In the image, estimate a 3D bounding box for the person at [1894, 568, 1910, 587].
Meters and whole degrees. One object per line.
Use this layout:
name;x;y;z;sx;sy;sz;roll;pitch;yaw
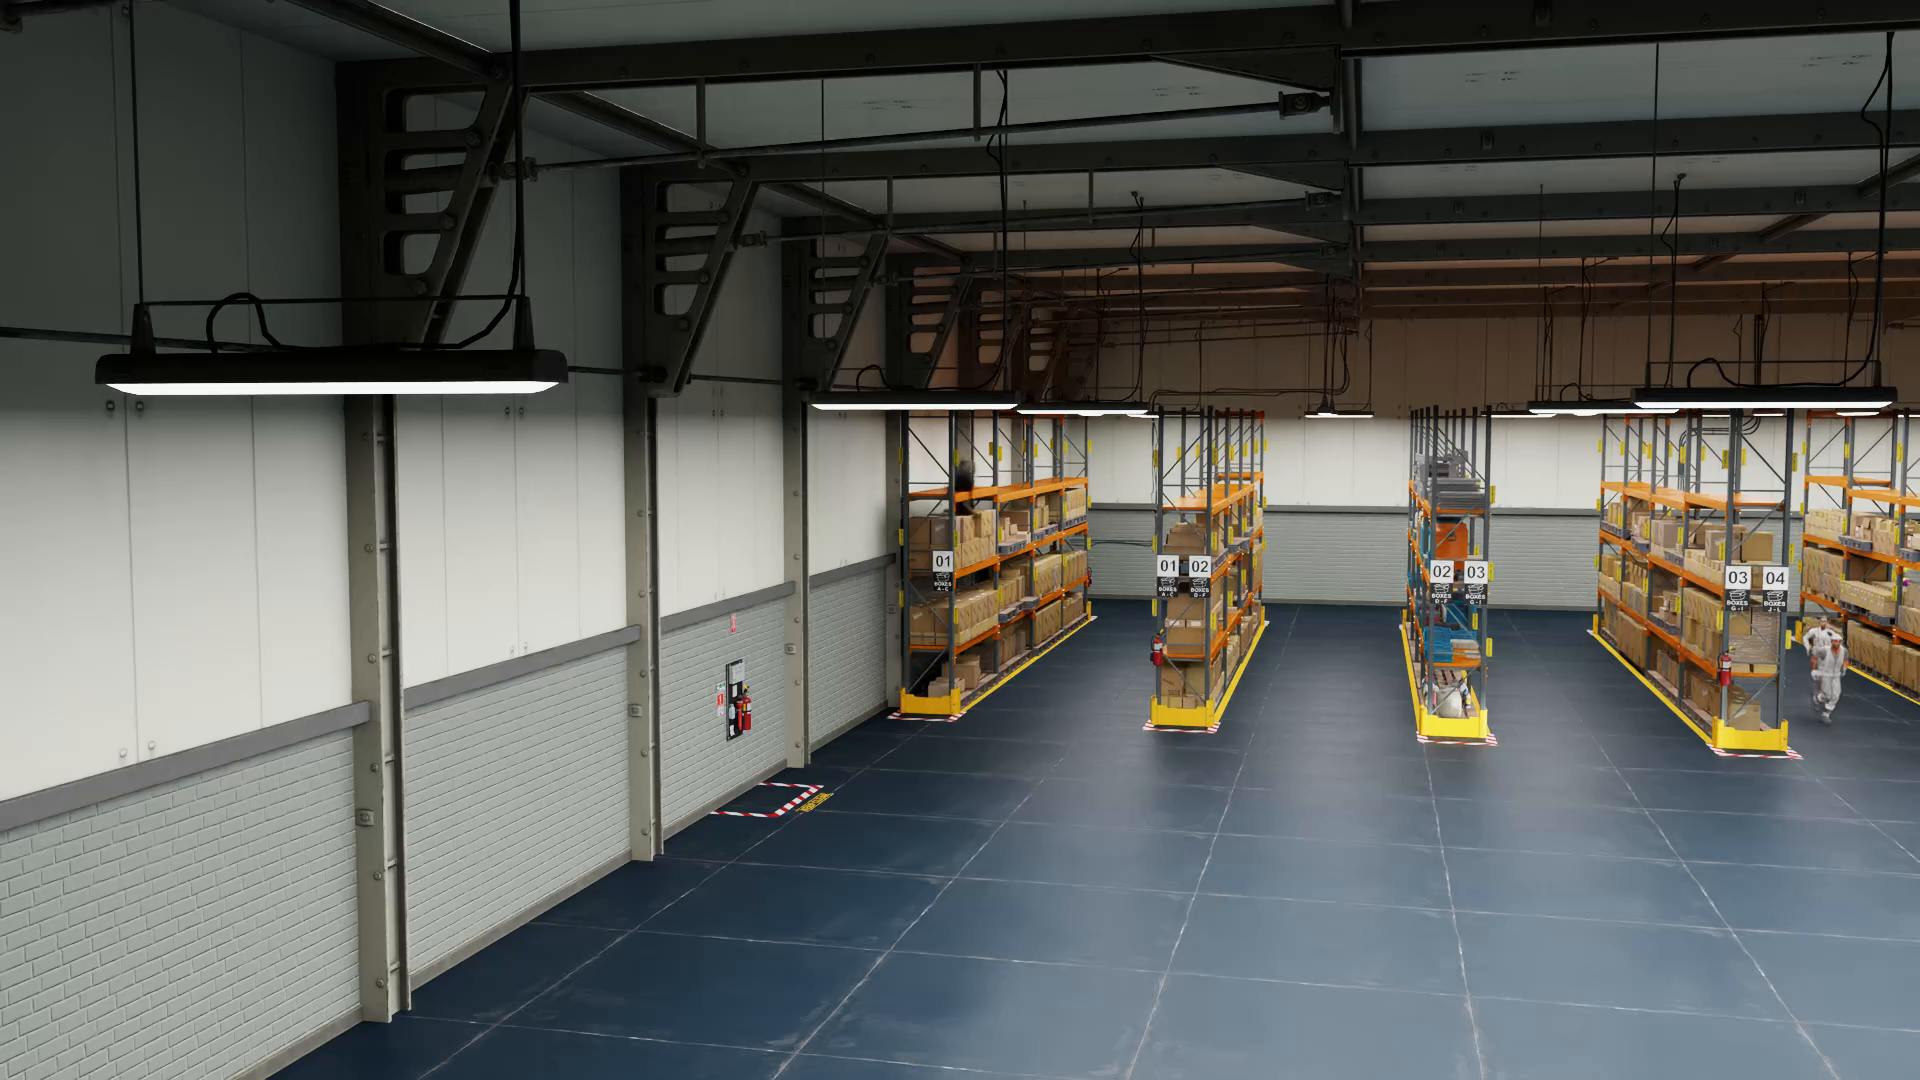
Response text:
person;25.418;1.606;44.882;0.936;1.750;0.706;0;4;-5

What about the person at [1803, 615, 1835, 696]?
person;17.872;2.410;34.489;0.555;1.713;0.694;0;4;3

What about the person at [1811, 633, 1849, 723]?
person;16.547;2.603;31.657;0.636;1.715;0.751;0;4;-6
